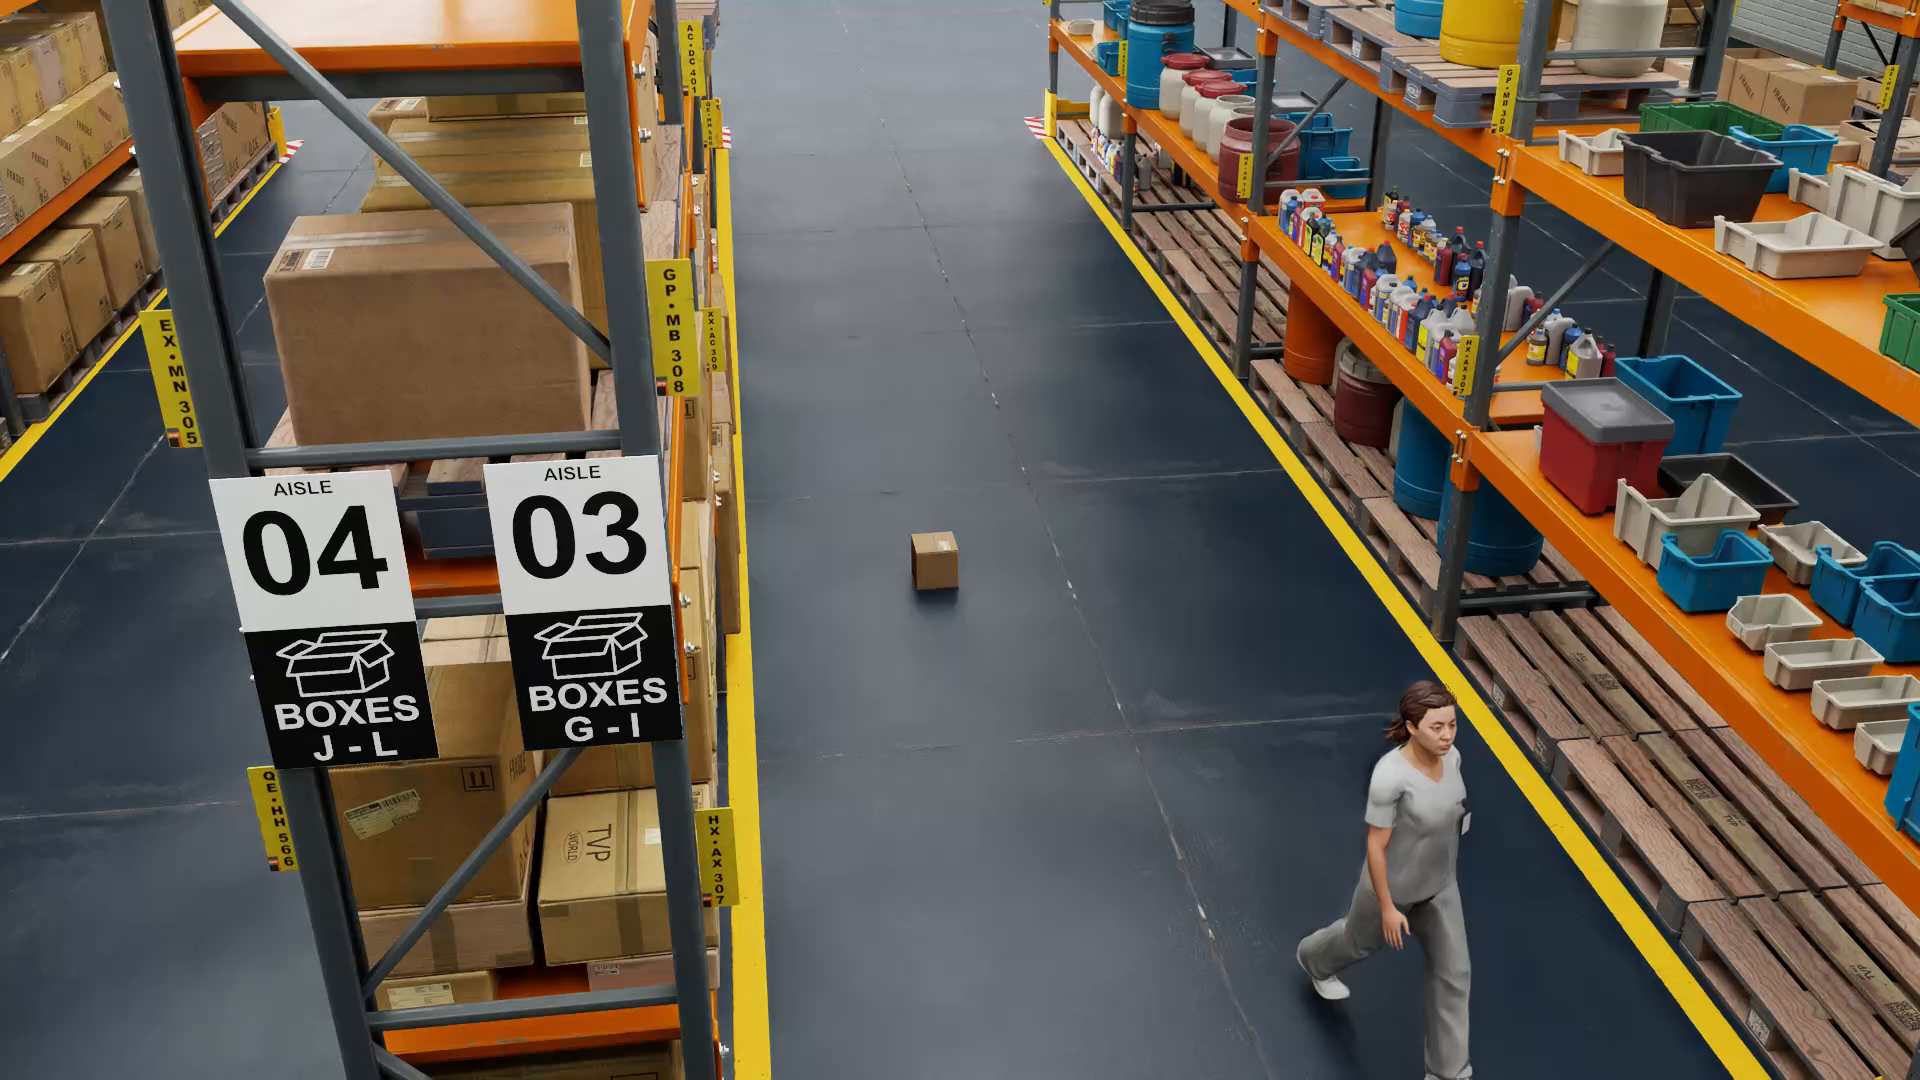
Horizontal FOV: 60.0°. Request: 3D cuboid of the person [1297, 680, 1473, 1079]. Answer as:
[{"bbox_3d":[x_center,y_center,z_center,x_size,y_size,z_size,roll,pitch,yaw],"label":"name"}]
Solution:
[{"bbox_3d":[1.664,1.265,6.167,0.459,1.625,1.013,-13,30,-24],"label":"person"}]
